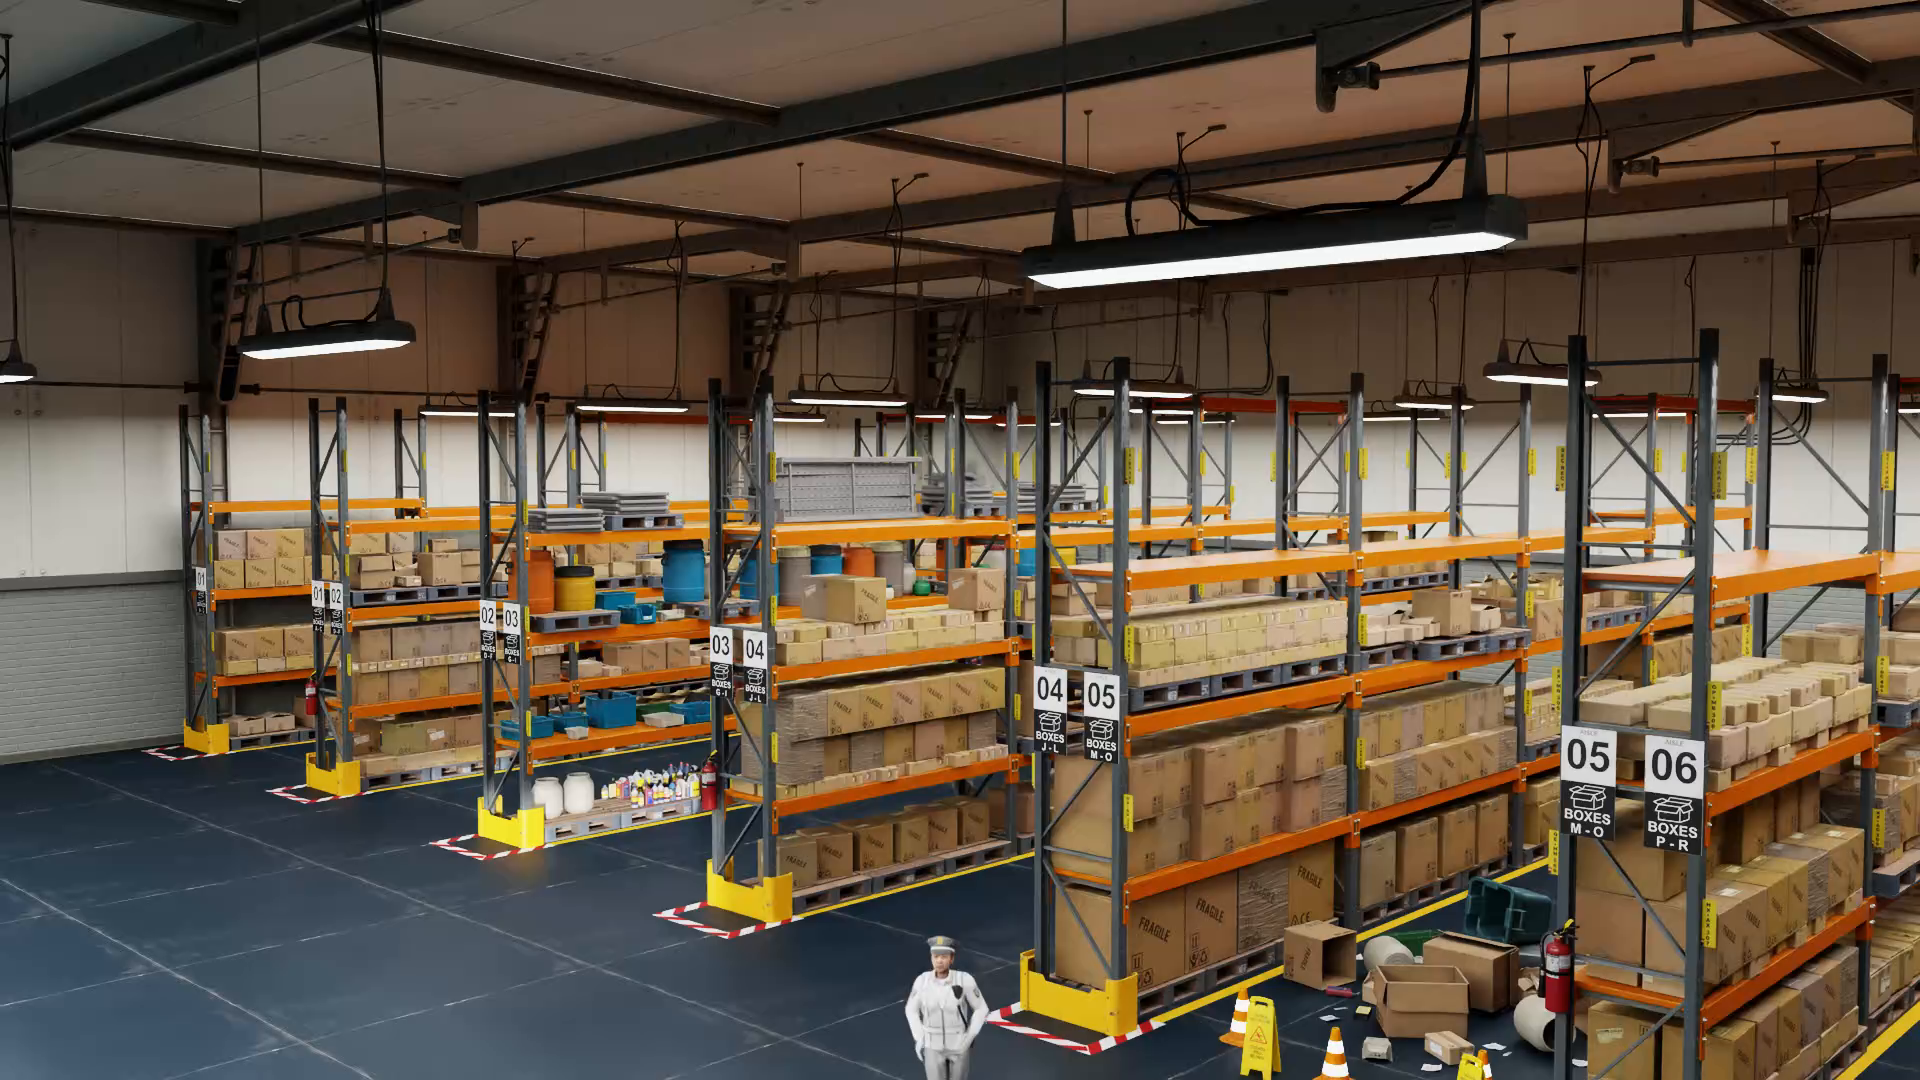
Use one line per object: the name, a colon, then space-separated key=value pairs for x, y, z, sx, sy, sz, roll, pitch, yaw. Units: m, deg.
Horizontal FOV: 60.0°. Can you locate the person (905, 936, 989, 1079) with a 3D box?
person: x=-0.099 y=3.702 z=12.154 sx=0.614 sy=1.678 sz=0.647 roll=0 pitch=3 yaw=3

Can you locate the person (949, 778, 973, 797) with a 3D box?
person: x=-0.072 y=3.033 z=23.994 sx=0.718 sy=1.745 sz=0.688 roll=-3 pitch=4 yaw=-44

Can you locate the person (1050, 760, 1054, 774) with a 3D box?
person: x=1.360 y=2.971 z=26.395 sx=0.506 sy=1.586 sz=0.656 roll=2 pitch=3 yaw=29
